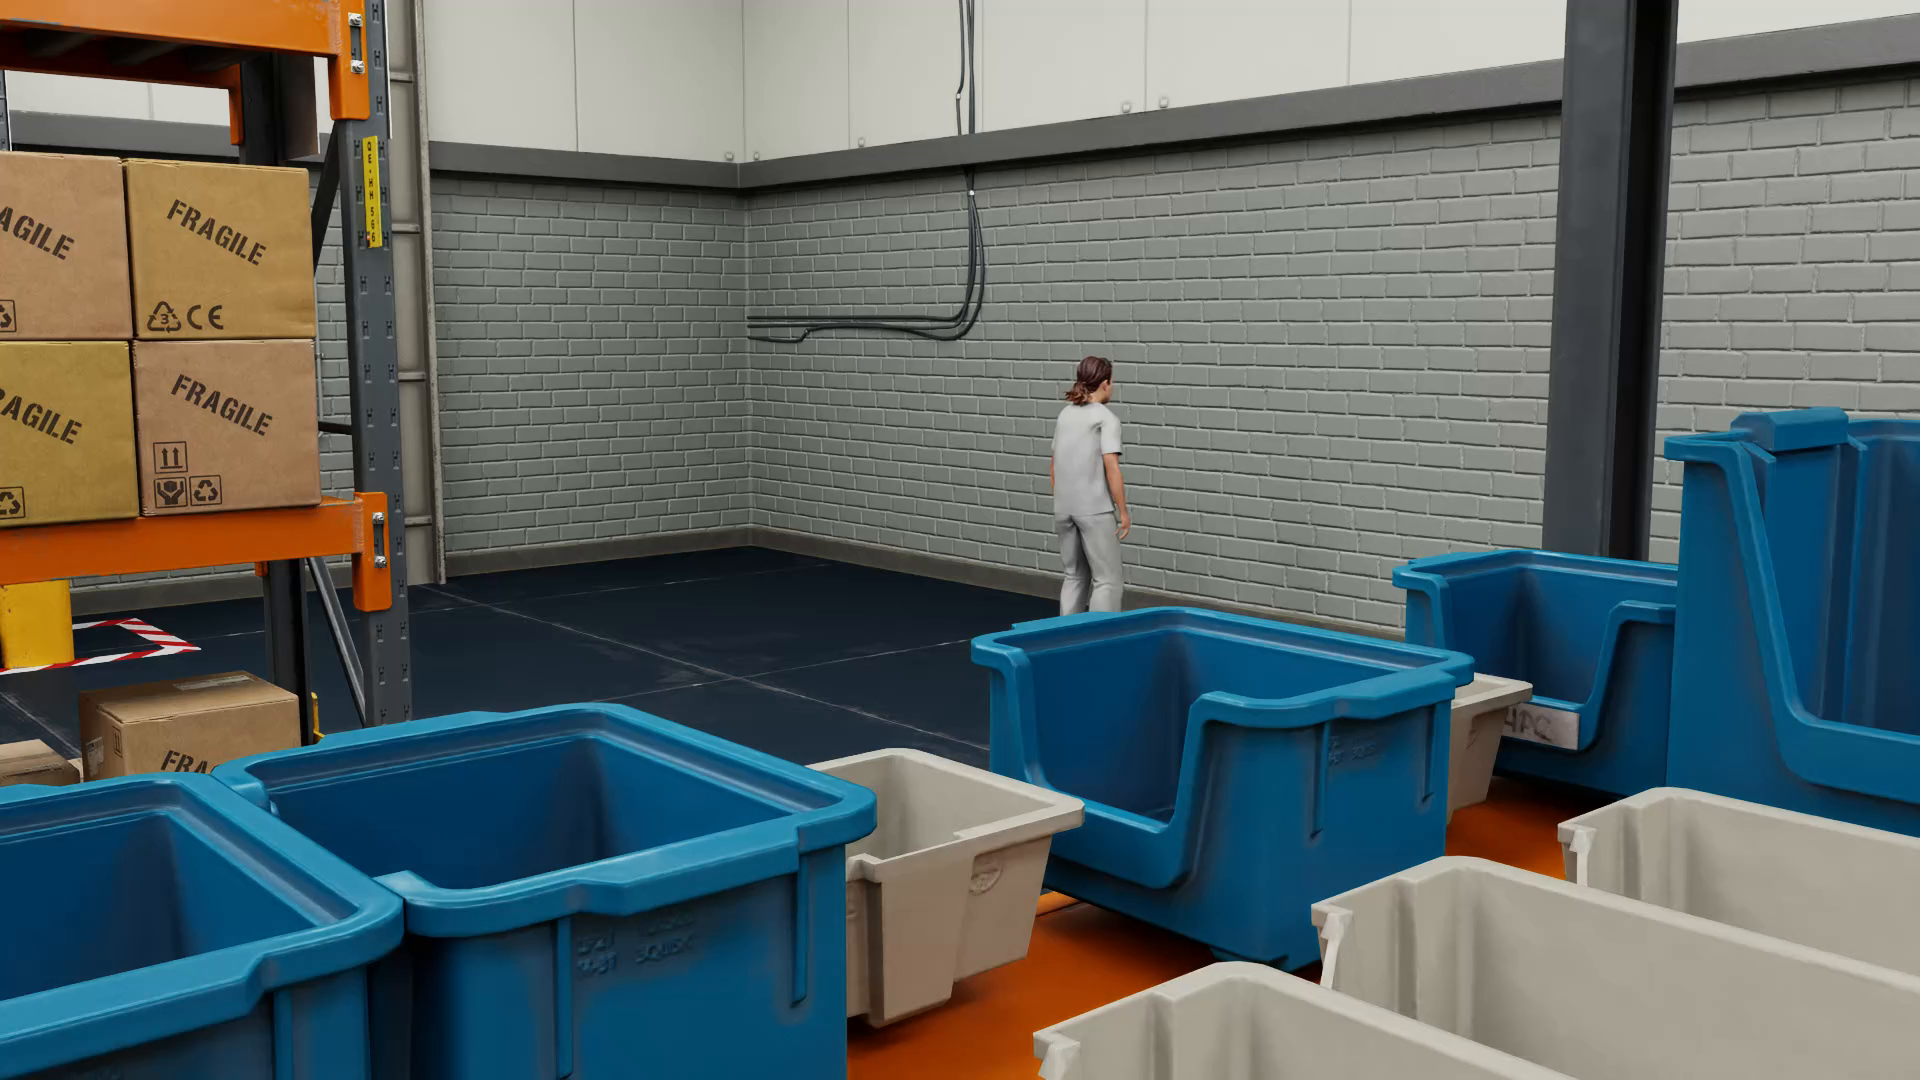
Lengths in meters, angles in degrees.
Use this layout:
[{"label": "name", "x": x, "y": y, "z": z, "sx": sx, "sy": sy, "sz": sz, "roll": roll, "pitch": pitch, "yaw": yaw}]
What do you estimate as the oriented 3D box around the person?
[{"label": "person", "x": 0.686, "y": -0.131, "z": 8.790, "sx": 0.351, "sy": 1.672, "sz": 0.502, "roll": -7, "pitch": 10, "yaw": -42}]
